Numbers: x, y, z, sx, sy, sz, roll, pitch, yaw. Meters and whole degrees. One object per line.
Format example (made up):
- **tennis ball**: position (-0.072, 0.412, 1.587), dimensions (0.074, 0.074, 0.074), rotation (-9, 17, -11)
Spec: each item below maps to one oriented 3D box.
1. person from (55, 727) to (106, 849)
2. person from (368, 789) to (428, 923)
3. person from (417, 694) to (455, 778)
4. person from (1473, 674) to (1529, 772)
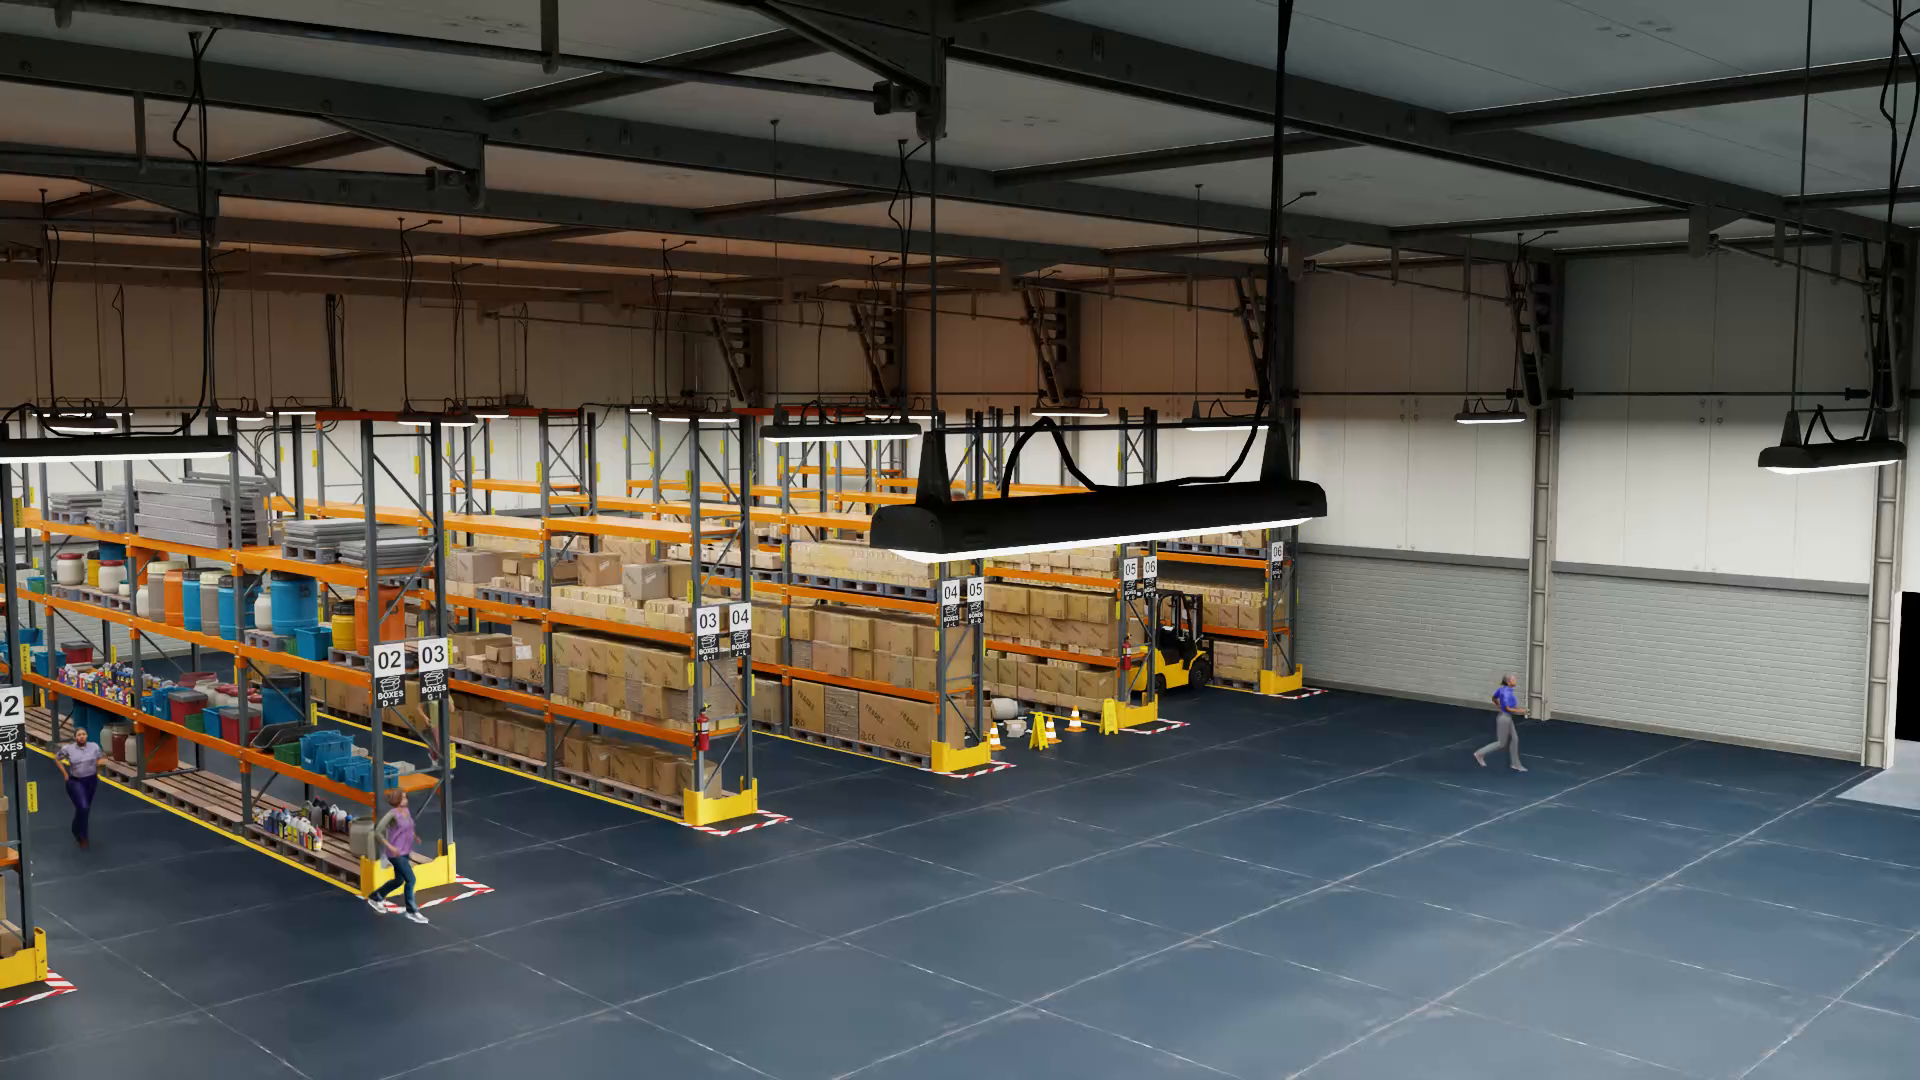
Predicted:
- **person**: position (-12.316, 3.463, 23.362), dimensions (0.754, 1.719, 0.574), rotation (4, 6, 38)
- **person**: position (-6.756, 3.779, 19.928), dimensions (0.764, 1.601, 0.546), rotation (1, 5, 6)
- **person**: position (-8.596, 3.069, 27.423), dimensions (0.914, 1.645, 0.586), rotation (5, 7, 45)
- **person**: position (9.058, 3.060, 27.804), dimensions (0.918, 1.653, 0.589), rotation (1, 5, 10)
